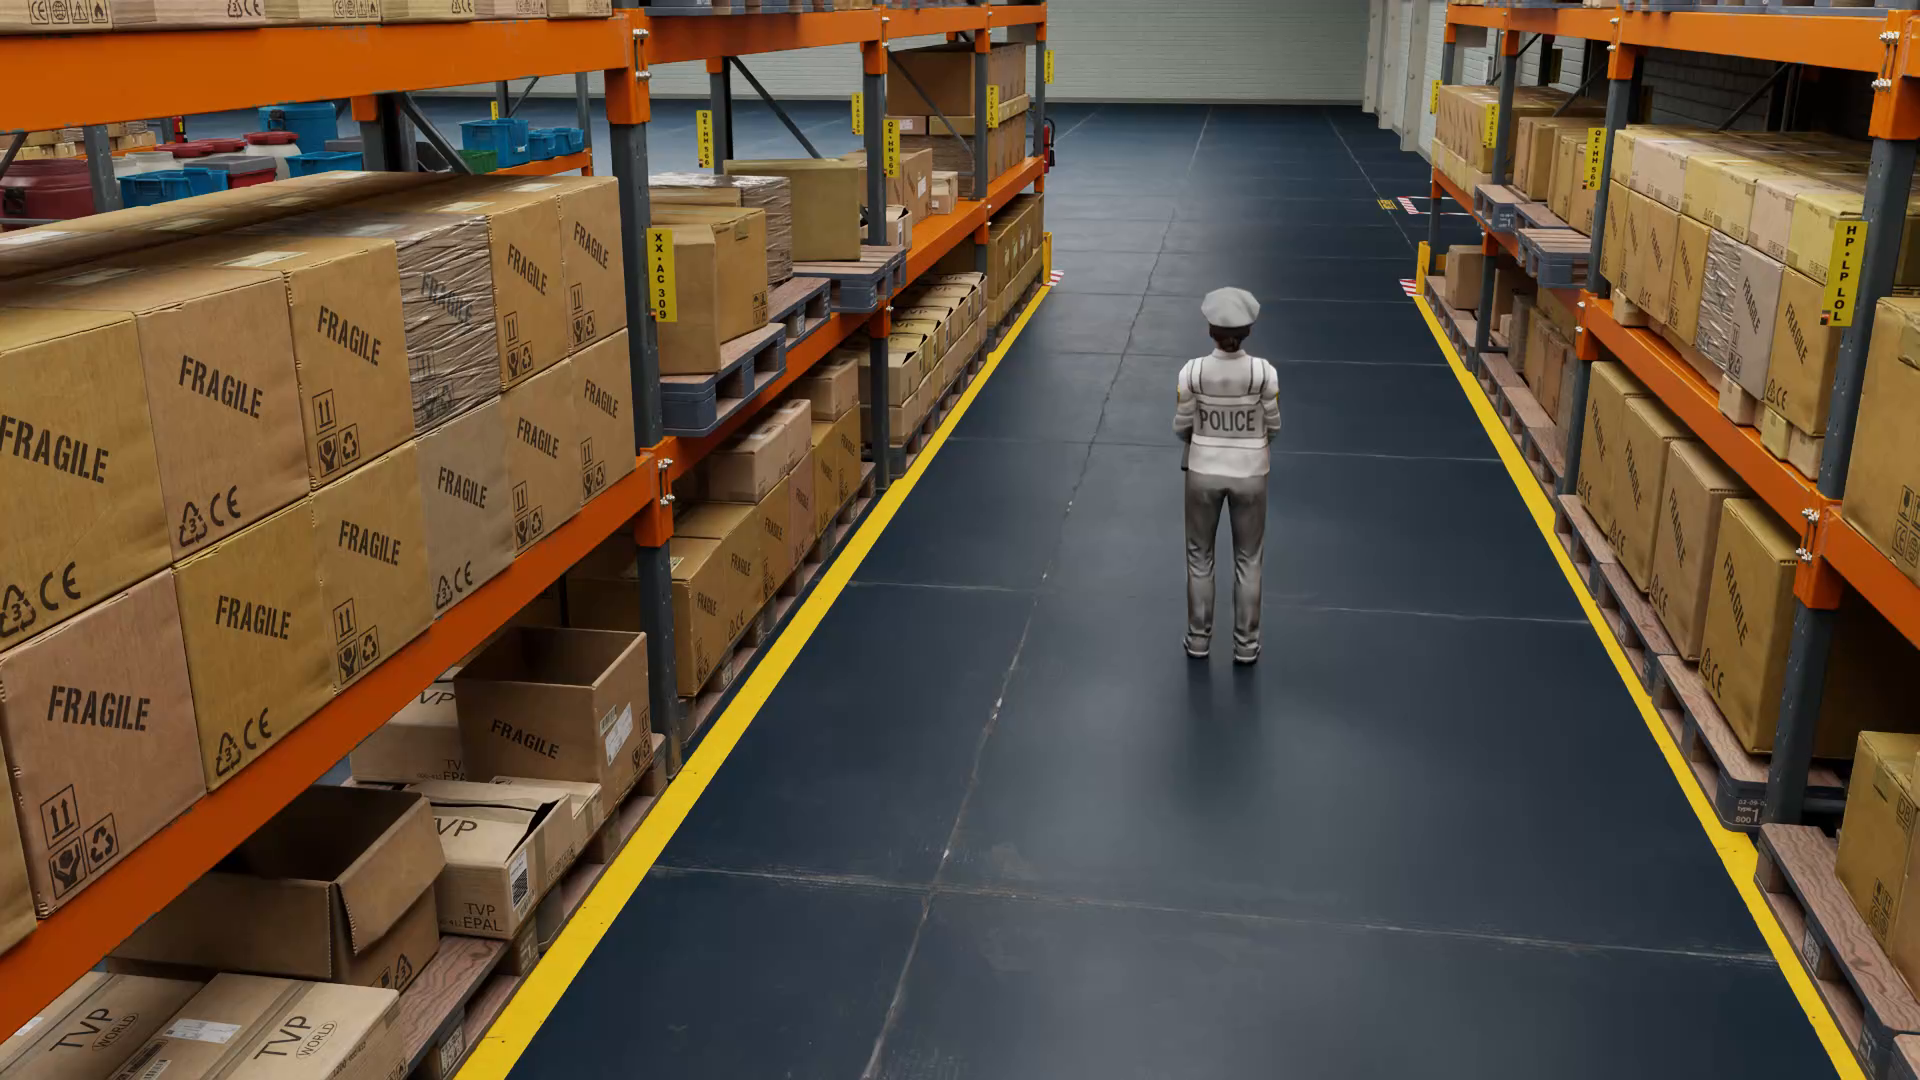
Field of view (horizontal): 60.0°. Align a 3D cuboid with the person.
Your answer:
[{"bbox_3d":[1.227,-0.334,7.504,0.526,1.694,0.560,4,19,13],"label":"person"}]
